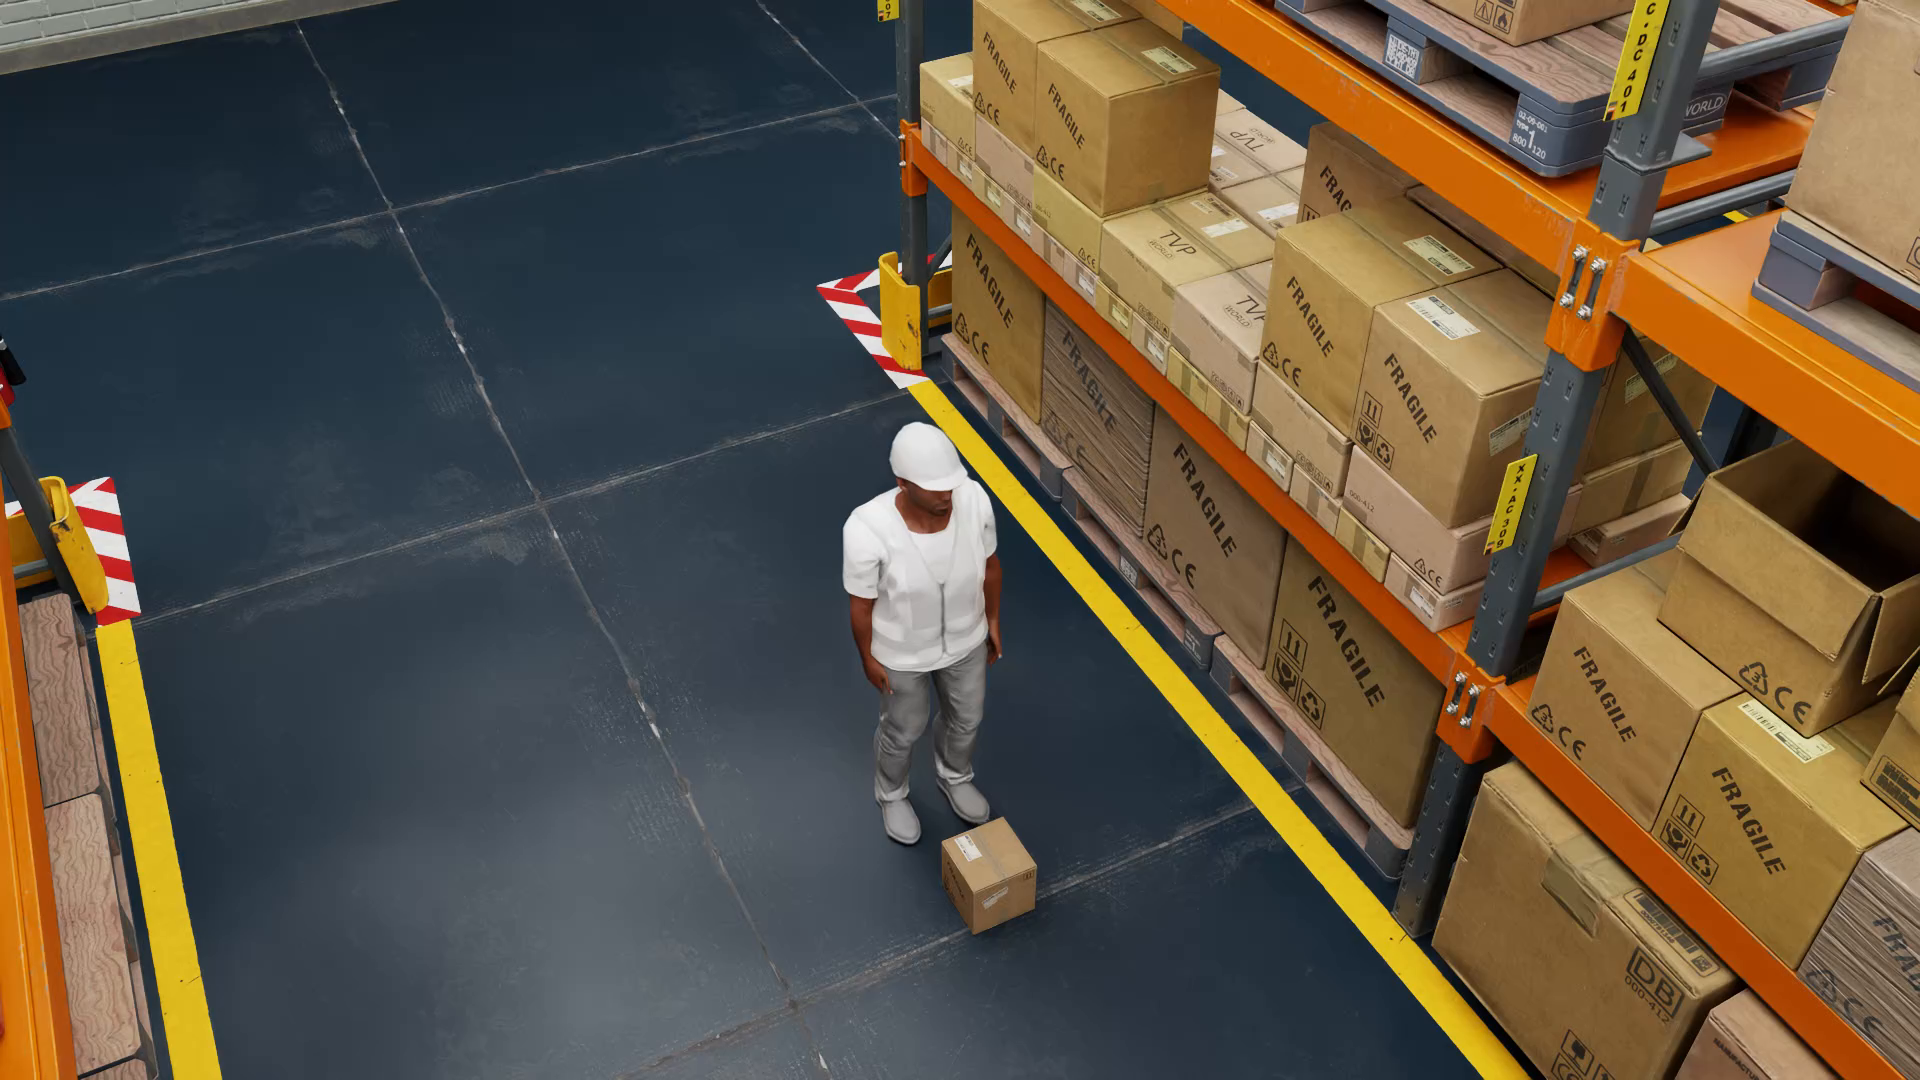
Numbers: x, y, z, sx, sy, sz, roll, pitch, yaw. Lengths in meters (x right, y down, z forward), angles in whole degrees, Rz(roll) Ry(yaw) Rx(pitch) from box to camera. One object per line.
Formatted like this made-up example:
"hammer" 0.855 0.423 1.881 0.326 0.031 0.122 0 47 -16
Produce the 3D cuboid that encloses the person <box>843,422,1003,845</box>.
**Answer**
"person" -0.101 0.343 5.751 0.563 1.761 0.375 -18 44 -19
